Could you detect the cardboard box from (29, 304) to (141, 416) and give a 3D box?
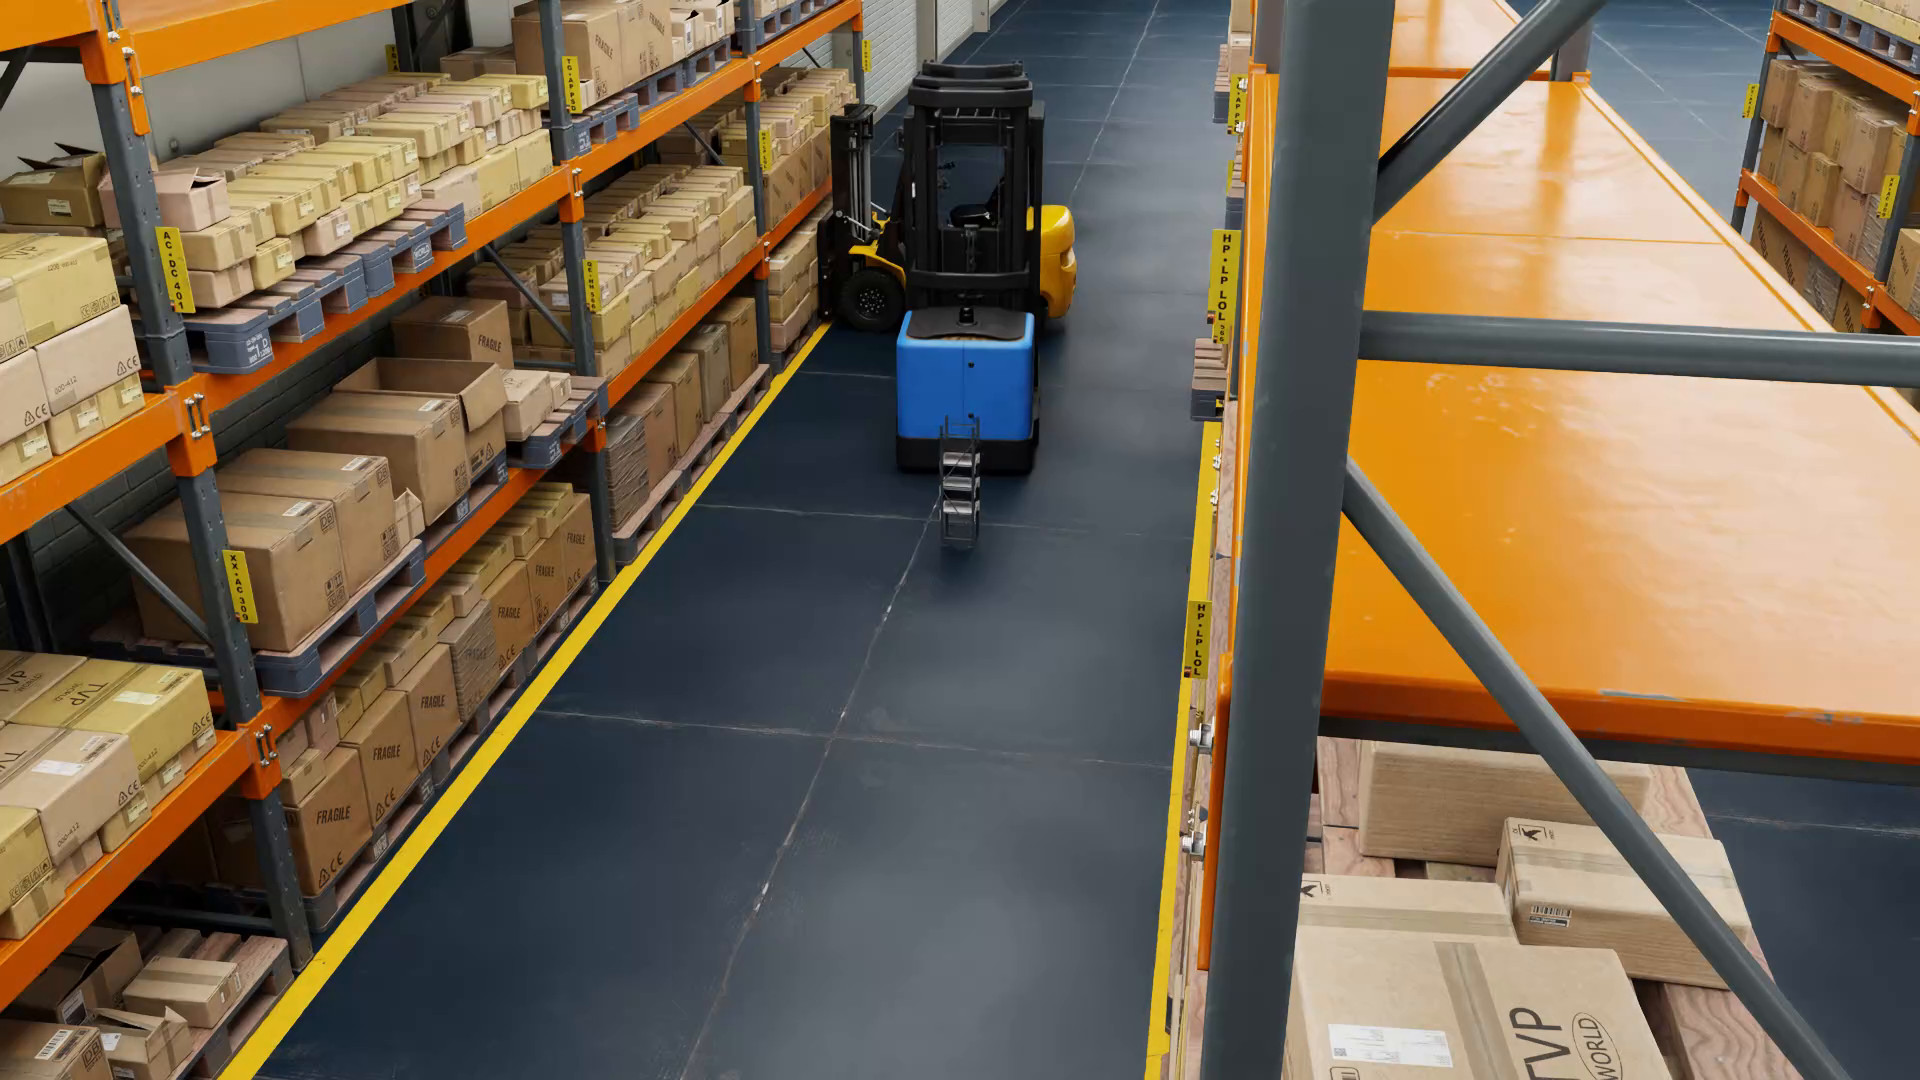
[{"bbox_3d":[-3.306,-0.656,5.902,0.500,0.250,0.500,4,25,9],"label":"cardboard box"}]

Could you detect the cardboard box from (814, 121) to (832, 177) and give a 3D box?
[{"bbox_3d":[-1.512,-3.860,16.340,0.500,0.500,0.500,4,25,8],"label":"cardboard box"}]

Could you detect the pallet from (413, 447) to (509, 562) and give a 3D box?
[{"bbox_3d":[-3.134,-0.223,8.914,1.003,0.211,1.213,4,25,9],"label":"pallet"}]

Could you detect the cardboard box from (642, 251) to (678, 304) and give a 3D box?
[{"bbox_3d":[-2.321,-1.877,11.810,0.500,0.250,0.500,3,25,7],"label":"cardboard box"}]

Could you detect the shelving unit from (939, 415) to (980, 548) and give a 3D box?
[{"bbox_3d":[-0.001,-0.404,11.552,0.258,0.900,0.210,4,25,9],"label":"shelving unit"}]

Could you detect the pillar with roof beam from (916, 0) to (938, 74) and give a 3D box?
[{"bbox_3d":[3.692,-11.678,26.084,9.100,9.000,0.400,4,25,9],"label":"pillar with roof beam"}]

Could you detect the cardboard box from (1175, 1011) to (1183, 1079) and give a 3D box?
[{"bbox_3d":[0.830,1.658,4.551,0.500,0.500,0.500,5,26,10],"label":"cardboard box"}]

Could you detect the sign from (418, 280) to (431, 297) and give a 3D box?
[{"bbox_3d":[-3.369,-1.685,10.445,0.100,0.325,0.005,4,25,9],"label":"sign"}]

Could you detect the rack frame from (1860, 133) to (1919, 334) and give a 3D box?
[{"bbox_3d":[7.631,-2.153,12.812,1.000,3.000,0.127,4,25,9],"label":"rack frame"}]

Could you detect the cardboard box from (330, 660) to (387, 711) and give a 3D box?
[{"bbox_3d":[-3.122,0.721,8.359,0.380,0.149,0.250,4,25,8],"label":"cardboard box"}]

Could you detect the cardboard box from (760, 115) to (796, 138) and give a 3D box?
[{"bbox_3d":[-1.692,-3.706,14.896,0.380,0.149,0.250,5,25,10],"label":"cardboard box"}]

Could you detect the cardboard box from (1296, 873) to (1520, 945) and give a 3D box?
[{"bbox_3d":[0.744,0.709,2.841,0.380,0.149,0.250,2,25,4],"label":"cardboard box"}]

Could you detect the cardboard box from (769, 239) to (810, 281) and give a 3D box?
[{"bbox_3d":[-1.685,-2.588,15.309,0.500,0.250,0.500,4,25,9],"label":"cardboard box"}]

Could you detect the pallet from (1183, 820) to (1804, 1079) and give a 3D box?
[{"bbox_3d":[0.881,0.936,2.779,1.003,0.211,1.213,4,25,9],"label":"pallet"}]

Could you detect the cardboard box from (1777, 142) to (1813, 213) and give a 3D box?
[{"bbox_3d":[7.985,-3.279,15.039,0.875,0.550,0.550,4,25,9],"label":"cardboard box"}]

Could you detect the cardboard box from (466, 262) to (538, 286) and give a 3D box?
[{"bbox_3d":[-3.034,-1.730,11.024,0.380,0.149,0.250,5,25,10],"label":"cardboard box"}]

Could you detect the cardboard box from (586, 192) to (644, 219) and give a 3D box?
[{"bbox_3d":[-2.660,-2.580,12.839,0.380,0.149,0.250,4,25,8],"label":"cardboard box"}]

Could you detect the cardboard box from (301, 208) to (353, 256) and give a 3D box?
[{"bbox_3d":[-2.886,-1.346,7.233,0.380,0.149,0.250,4,25,9],"label":"cardboard box"}]

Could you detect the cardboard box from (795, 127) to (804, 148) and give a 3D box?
[{"bbox_3d":[-1.641,-3.677,15.185,0.380,0.149,0.250,4,25,8],"label":"cardboard box"}]

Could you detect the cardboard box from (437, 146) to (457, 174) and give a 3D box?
[{"bbox_3d":[-2.858,-2.006,8.667,0.380,0.149,0.250,4,25,9],"label":"cardboard box"}]

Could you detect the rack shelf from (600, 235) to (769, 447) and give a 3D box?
[{"bbox_3d":[-2.494,-1.634,12.551,1.077,0.370,4.000,4,25,9],"label":"rack shelf"}]

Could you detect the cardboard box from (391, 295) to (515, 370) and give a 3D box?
[{"bbox_3d":[-3.059,-1.154,10.064,0.500,0.500,0.500,5,26,11],"label":"cardboard box"}]

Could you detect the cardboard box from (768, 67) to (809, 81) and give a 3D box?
[{"bbox_3d":[-1.779,-4.817,17.269,0.380,0.149,0.250,4,25,8],"label":"cardboard box"}]

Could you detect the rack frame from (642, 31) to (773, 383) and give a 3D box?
[{"bbox_3d":[-2.167,-2.796,14.185,1.000,3.000,0.127,4,25,9],"label":"rack frame"}]

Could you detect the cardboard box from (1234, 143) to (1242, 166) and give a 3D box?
[{"bbox_3d":[2.305,-2.946,12.775,0.380,0.149,0.250,4,25,8],"label":"cardboard box"}]

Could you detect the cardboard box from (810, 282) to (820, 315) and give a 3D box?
[{"bbox_3d":[-1.625,-2.350,15.980,0.500,0.250,0.500,4,25,9],"label":"cardboard box"}]

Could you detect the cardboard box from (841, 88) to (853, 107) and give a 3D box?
[{"bbox_3d":[-1.306,-4.535,17.017,0.380,0.149,0.250,4,25,9],"label":"cardboard box"}]

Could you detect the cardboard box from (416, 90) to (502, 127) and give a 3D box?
[{"bbox_3d":[-2.725,-2.348,9.044,0.380,0.149,0.250,3,25,7],"label":"cardboard box"}]

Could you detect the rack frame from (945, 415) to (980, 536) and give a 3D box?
[{"bbox_3d":[0.015,-0.447,11.643,0.240,0.900,0.006,4,25,9],"label":"rack frame"}]

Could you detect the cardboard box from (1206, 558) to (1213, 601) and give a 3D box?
[{"bbox_3d":[1.732,0.647,8.840,0.875,0.875,0.875,4,25,9],"label":"cardboard box"}]

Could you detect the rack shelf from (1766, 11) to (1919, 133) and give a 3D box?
[{"bbox_3d":[7.958,-4.022,14.115,1.077,0.370,4.000,4,25,9],"label":"rack shelf"}]

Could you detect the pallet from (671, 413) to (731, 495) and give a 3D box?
[{"bbox_3d":[-2.446,-0.711,13.019,1.003,0.211,1.213,4,25,9],"label":"pallet"}]

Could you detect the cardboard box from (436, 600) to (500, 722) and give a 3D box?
[{"bbox_3d":[-2.919,0.657,9.262,0.500,0.500,0.500,3,25,7],"label":"cardboard box"}]

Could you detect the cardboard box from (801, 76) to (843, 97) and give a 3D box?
[{"bbox_3d":[-1.389,-4.562,16.724,0.380,0.149,0.250,5,25,10],"label":"cardboard box"}]

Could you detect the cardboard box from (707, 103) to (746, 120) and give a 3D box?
[{"bbox_3d":[-2.172,-3.958,15.433,0.380,0.149,0.250,4,25,8],"label":"cardboard box"}]

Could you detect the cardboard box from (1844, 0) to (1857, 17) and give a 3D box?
[{"bbox_3d":[7.623,-4.446,13.855,0.380,0.149,0.250,4,25,8],"label":"cardboard box"}]

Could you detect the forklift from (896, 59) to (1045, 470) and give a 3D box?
[{"bbox_3d":[0.120,-2.452,13.531,1.130,2.935,3.031,2,25,3],"label":"forklift"}]

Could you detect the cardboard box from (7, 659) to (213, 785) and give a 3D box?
[{"bbox_3d":[-3.317,0.713,6.515,0.500,0.250,0.500,5,25,10],"label":"cardboard box"}]

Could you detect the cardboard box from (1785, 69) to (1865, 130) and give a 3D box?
[{"bbox_3d":[8.187,-3.994,15.294,0.875,0.550,0.550,4,25,9],"label":"cardboard box"}]

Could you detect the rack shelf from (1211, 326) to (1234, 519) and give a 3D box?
[{"bbox_3d":[1.750,-0.977,7.610,1.077,0.370,4.000,4,25,9],"label":"rack shelf"}]

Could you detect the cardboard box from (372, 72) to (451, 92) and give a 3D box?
[{"bbox_3d":[-3.153,-2.594,9.572,0.380,0.149,0.250,3,25,7],"label":"cardboard box"}]

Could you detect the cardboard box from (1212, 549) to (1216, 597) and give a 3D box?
[{"bbox_3d":[1.249,0.190,6.509,0.500,0.500,0.500,5,26,10],"label":"cardboard box"}]

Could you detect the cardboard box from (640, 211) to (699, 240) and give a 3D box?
[{"bbox_3d":[-2.150,-2.324,12.294,0.380,0.149,0.250,3,25,7],"label":"cardboard box"}]

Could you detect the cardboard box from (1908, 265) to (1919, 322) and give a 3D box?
[{"bbox_3d":[7.198,-1.786,11.909,0.500,0.500,0.500,4,25,9],"label":"cardboard box"}]

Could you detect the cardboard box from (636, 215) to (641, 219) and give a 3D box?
[{"bbox_3d":[-2.690,-2.337,12.791,0.500,0.250,0.500,3,25,7],"label":"cardboard box"}]

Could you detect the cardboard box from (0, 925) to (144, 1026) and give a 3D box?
[{"bbox_3d":[-3.815,1.837,6.963,0.500,0.311,0.500,5,26,10],"label":"cardboard box"}]

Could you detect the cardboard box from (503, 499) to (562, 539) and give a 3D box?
[{"bbox_3d":[-2.665,-0.135,10.187,0.380,0.149,0.250,3,25,6],"label":"cardboard box"}]

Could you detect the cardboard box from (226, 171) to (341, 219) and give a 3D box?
[{"bbox_3d":[-2.920,-1.489,7.187,0.380,0.149,0.250,4,25,8],"label":"cardboard box"}]

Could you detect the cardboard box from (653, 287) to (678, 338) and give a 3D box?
[{"bbox_3d":[-2.342,-1.650,11.913,0.500,0.250,0.500,3,25,7],"label":"cardboard box"}]

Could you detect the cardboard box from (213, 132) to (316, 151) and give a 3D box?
[{"bbox_3d":[-3.314,-1.845,7.948,0.380,0.149,0.250,5,25,10],"label":"cardboard box"}]

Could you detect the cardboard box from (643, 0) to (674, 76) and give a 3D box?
[{"bbox_3d":[-2.295,-3.474,11.365,0.500,0.500,0.500,5,25,10],"label":"cardboard box"}]

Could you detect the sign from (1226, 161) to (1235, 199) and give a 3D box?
[{"bbox_3d":[2.194,-2.880,13.344,0.100,0.325,0.005,4,25,9],"label":"sign"}]

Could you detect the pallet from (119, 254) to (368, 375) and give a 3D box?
[{"bbox_3d":[-3.298,-0.992,7.014,1.213,0.211,1.003,4,25,9],"label":"pallet"}]
